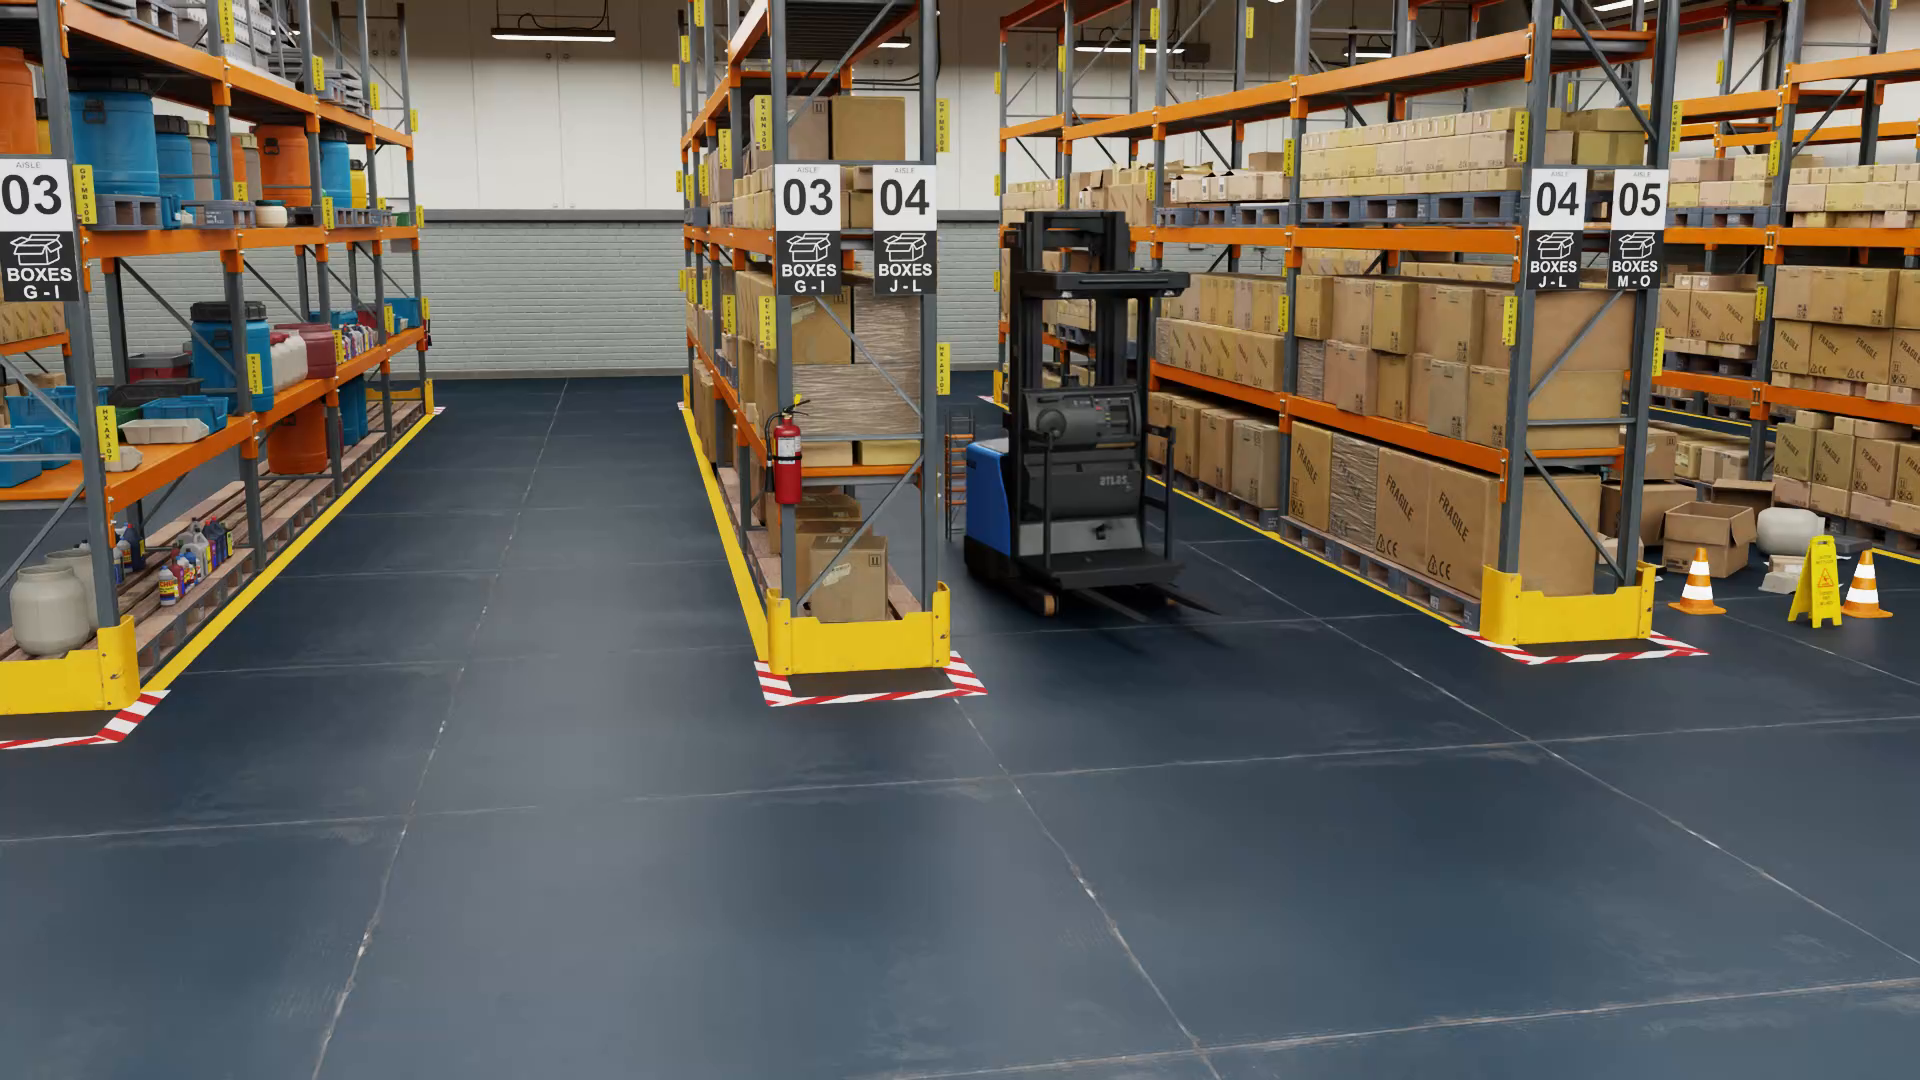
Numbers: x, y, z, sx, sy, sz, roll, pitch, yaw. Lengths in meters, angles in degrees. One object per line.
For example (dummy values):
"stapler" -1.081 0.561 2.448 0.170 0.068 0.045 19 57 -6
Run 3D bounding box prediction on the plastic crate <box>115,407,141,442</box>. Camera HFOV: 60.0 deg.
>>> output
"plastic crate" -6.296 -0.834 12.125 0.450 0.188 0.662 -2 11 -11

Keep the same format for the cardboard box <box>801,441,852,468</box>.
"cardboard box" -0.905 -0.566 10.818 0.380 0.149 0.250 -2 11 -11

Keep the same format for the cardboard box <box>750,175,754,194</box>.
"cardboard box" -1.373 -2.665 12.488 0.380 0.149 0.250 -2 11 -12

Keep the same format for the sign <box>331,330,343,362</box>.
"sign" -6.523 -2.033 17.418 0.100 0.325 0.005 -2 11 -11

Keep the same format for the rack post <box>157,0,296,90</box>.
"rack post" -6.751 -4.601 14.769 1.013 1.000 3.121 -2 11 -11

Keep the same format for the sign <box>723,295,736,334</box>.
"sign" -1.969 -1.926 14.196 0.100 0.325 0.005 -2 11 -11

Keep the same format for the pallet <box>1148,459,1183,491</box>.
"pallet" 2.762 -0.756 18.605 1.003 0.211 1.213 -2 11 -11

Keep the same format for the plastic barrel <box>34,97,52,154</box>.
"plastic barrel" -5.852 -2.441 10.350 0.600 0.588 0.600 0 11 0

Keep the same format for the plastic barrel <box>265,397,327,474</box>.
"plastic barrel" -7.173 -1.161 17.954 0.600 0.830 0.708 -2 11 -11

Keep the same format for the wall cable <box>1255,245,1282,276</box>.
"wall cable" 6.231 -5.525 33.487 0.588 1.984 0.122 -2 11 -11

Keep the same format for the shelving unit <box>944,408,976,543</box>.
"shelving unit" 0.003 -0.587 15.070 0.258 1.200 0.189 -2 11 -11

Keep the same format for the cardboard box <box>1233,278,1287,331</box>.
"cardboard box" 3.158 -2.358 16.621 0.700 0.500 0.500 -2 11 -11

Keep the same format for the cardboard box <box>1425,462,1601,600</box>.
"cardboard box" 4.041 -0.091 12.210 0.875 0.875 0.875 -2 11 -11

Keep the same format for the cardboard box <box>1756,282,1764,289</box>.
"cardboard box" 11.584 -3.450 23.911 0.700 0.500 0.500 -2 11 -10

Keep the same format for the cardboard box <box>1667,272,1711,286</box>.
"cardboard box" 8.113 -2.902 18.502 0.380 0.149 0.250 -3 11 -14

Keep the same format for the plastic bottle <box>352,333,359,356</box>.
"plastic bottle" -7.205 -2.317 19.679 0.152 0.276 0.135 -2 11 -11

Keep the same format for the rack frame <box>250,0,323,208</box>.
"rack frame" -7.061 -4.879 16.761 1.000 3.000 0.127 -2 11 -11

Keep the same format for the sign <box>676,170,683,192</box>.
"sign" -4.304 -5.502 25.507 0.100 0.325 0.005 -2 11 -11

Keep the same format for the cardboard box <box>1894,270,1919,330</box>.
"cardboard box" 8.508 -2.056 14.241 0.700 0.500 0.500 -2 11 -11

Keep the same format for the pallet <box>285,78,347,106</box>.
"pallet" -7.171 -4.723 17.517 1.213 0.211 1.003 -2 11 -11

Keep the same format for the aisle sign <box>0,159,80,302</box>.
"aisle sign" -5.204 -1.739 9.356 0.394 0.787 0.004 -2 11 -11

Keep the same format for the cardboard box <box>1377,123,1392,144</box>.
"cardboard box" 3.493 -3.179 13.002 0.380 0.149 0.250 -2 11 -11

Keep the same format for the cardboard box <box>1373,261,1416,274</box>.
"cardboard box" 6.377 -3.822 24.315 0.500 0.500 0.500 -2 11 -11

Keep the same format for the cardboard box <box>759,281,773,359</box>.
"cardboard box" -1.099 -1.514 11.392 0.500 0.500 0.500 -2 11 -11

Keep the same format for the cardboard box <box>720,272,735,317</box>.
"cardboard box" -2.329 -2.788 18.873 0.797 0.503 0.637 -2 11 -9

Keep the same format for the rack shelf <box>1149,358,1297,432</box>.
"rack shelf" 3.071 -1.553 17.258 1.077 0.370 4.000 -2 11 -11

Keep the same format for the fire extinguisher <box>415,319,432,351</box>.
"fire extinguisher" -8.201 -3.222 25.305 0.296 0.674 0.183 -2 11 -11

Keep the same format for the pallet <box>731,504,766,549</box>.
"pallet" -1.578 -0.151 15.424 1.003 0.211 1.213 -2 11 -11

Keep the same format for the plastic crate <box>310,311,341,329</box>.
"plastic crate" -8.265 -2.760 21.557 0.392 0.384 0.575 -2 11 -11

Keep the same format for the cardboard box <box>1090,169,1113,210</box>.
"cardboard box" 2.076 -4.450 21.130 0.797 0.503 0.637 -2 11 -12

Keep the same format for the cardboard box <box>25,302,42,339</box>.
"cardboard box" -12.927 -3.009 22.718 0.500 0.500 0.500 -2 11 -11

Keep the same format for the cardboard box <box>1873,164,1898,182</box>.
"cardboard box" 8.281 -3.222 14.621 0.380 0.149 0.250 -2 11 -13

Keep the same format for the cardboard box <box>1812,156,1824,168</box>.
"cardboard box" 8.469 -3.803 17.073 0.500 0.250 0.500 -2 11 -12

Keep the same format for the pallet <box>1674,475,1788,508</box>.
"pallet" 8.143 -0.511 17.318 1.003 0.211 1.213 -2 11 -11

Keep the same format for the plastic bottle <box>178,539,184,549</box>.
"plastic bottle" -5.871 0.131 12.574 0.061 0.283 0.133 -2 11 -11

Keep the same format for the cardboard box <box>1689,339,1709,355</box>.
"cardboard box" 7.806 -2.001 17.233 0.380 0.149 0.250 -2 11 -12

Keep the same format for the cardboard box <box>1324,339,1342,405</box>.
"cardboard box" 3.673 -1.446 14.371 0.875 0.550 0.550 -2 11 -11

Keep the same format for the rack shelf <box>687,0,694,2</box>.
"rack shelf" -2.592 -6.705 19.391 1.077 0.370 4.000 -2 11 -11

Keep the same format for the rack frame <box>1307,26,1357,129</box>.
"rack frame" 5.962 -6.886 27.309 1.000 3.000 0.127 -2 11 -11

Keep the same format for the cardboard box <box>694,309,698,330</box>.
"cardboard box" -3.324 -2.989 22.484 0.500 0.250 0.500 -2 11 -12

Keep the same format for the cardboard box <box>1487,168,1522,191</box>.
"cardboard box" 3.841 -2.460 11.360 0.380 0.149 0.250 -2 11 -11

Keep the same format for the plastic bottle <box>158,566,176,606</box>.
"plastic bottle" -5.552 0.316 11.634 0.097 0.271 0.097 0 11 0

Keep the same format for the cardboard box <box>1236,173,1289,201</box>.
"cardboard box" 3.004 -3.414 16.097 0.500 0.250 0.500 -2 11 -11

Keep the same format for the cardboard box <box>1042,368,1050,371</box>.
"cardboard box" 1.164 -2.540 25.427 0.380 0.149 0.250 -2 11 -9

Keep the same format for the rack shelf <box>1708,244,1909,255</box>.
"rack shelf" 11.997 -4.140 22.827 1.077 0.370 4.000 -2 11 -11

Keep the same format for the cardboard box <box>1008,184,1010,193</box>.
"cardboard box" 0.966 -5.514 26.121 0.380 0.149 0.250 -2 11 -11

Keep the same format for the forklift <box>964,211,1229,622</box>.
"forklift" 1.011 -0.963 12.415 1.130 2.935 3.031 -4 11 -19

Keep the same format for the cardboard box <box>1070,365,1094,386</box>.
"cardboard box" 1.789 -2.209 22.335 0.500 0.250 0.500 -3 11 -14

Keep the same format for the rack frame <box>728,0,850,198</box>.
"rack frame" -1.425 -4.325 13.853 1.000 3.000 0.127 -2 11 -11

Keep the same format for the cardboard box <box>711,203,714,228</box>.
"cardboard box" -2.361 -3.416 17.500 0.500 0.250 0.500 -2 11 -10
